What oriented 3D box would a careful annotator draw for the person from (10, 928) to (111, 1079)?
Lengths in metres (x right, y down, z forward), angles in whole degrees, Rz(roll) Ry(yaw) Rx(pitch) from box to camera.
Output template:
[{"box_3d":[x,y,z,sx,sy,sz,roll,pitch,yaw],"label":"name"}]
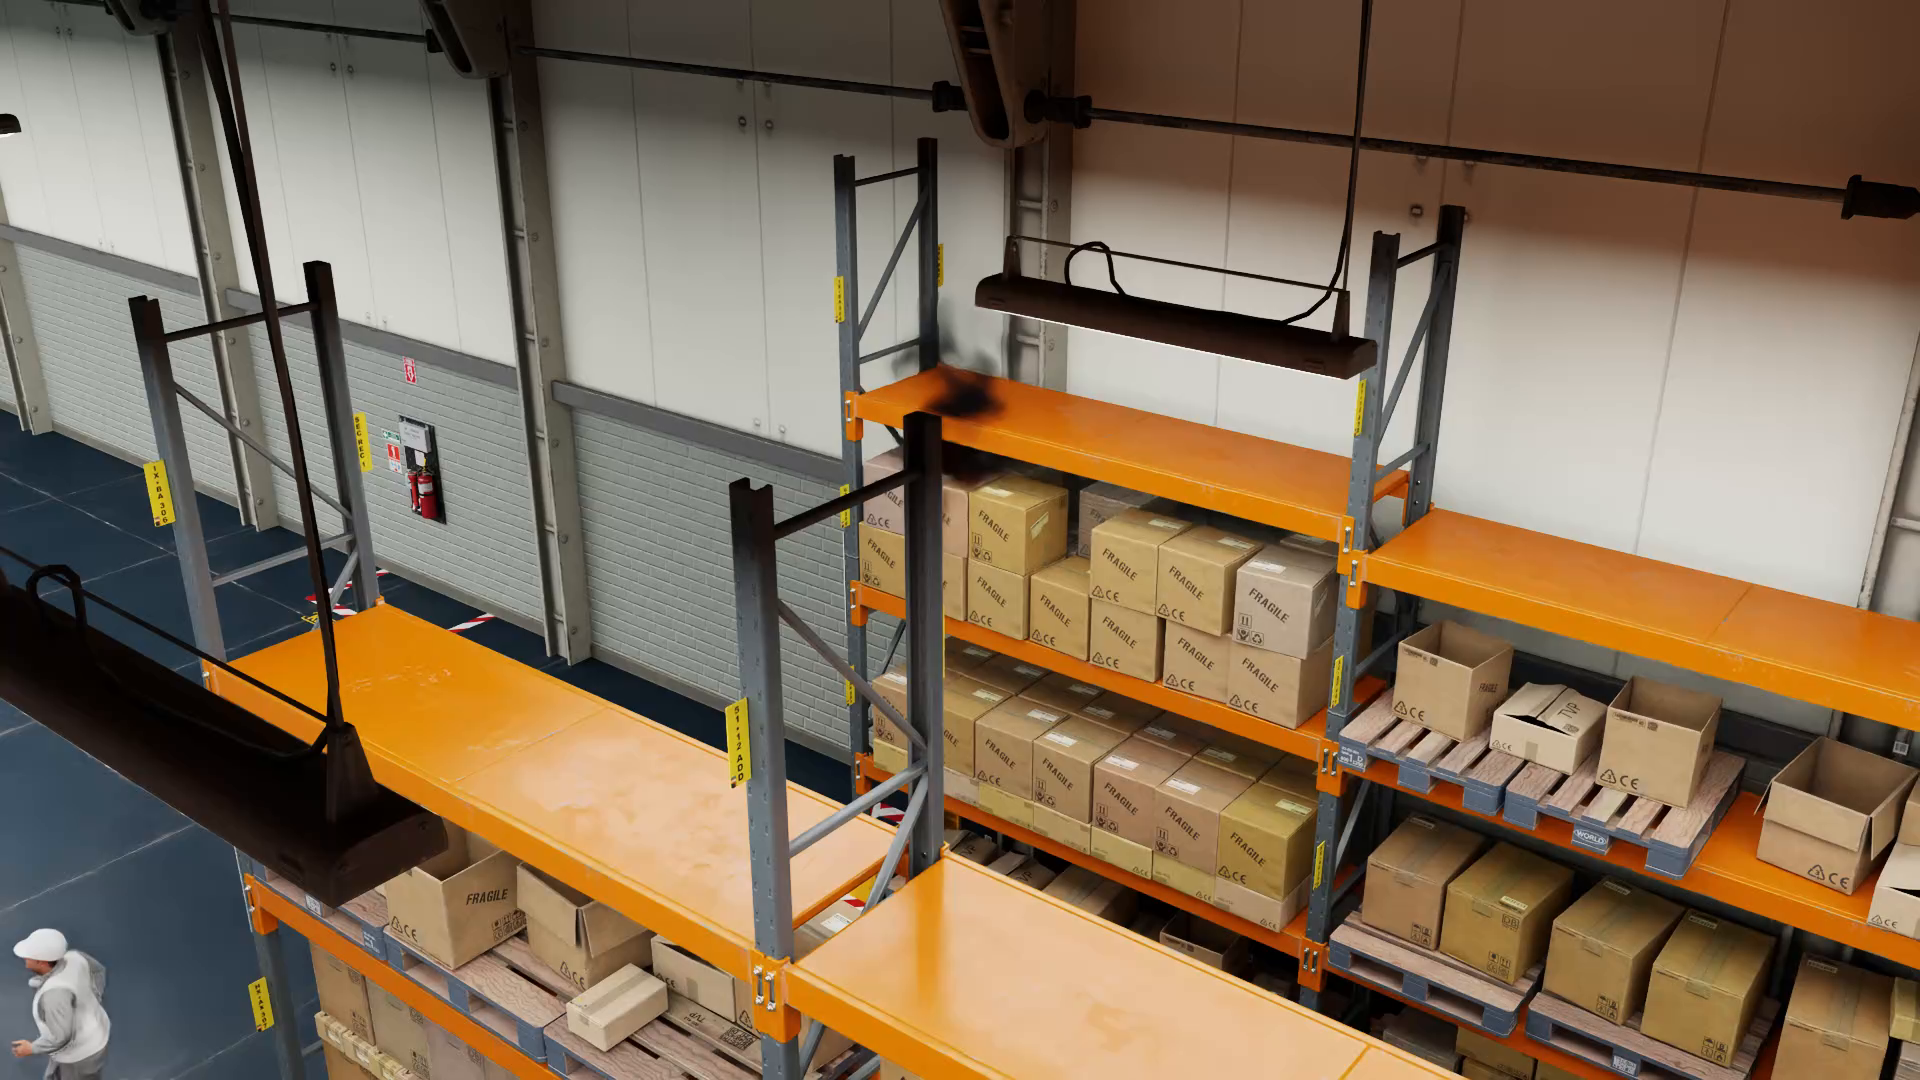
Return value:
[{"box_3d":[-5.725,3.236,10.680,0.592,1.734,0.680,-8,24,-18],"label":"person"}]
